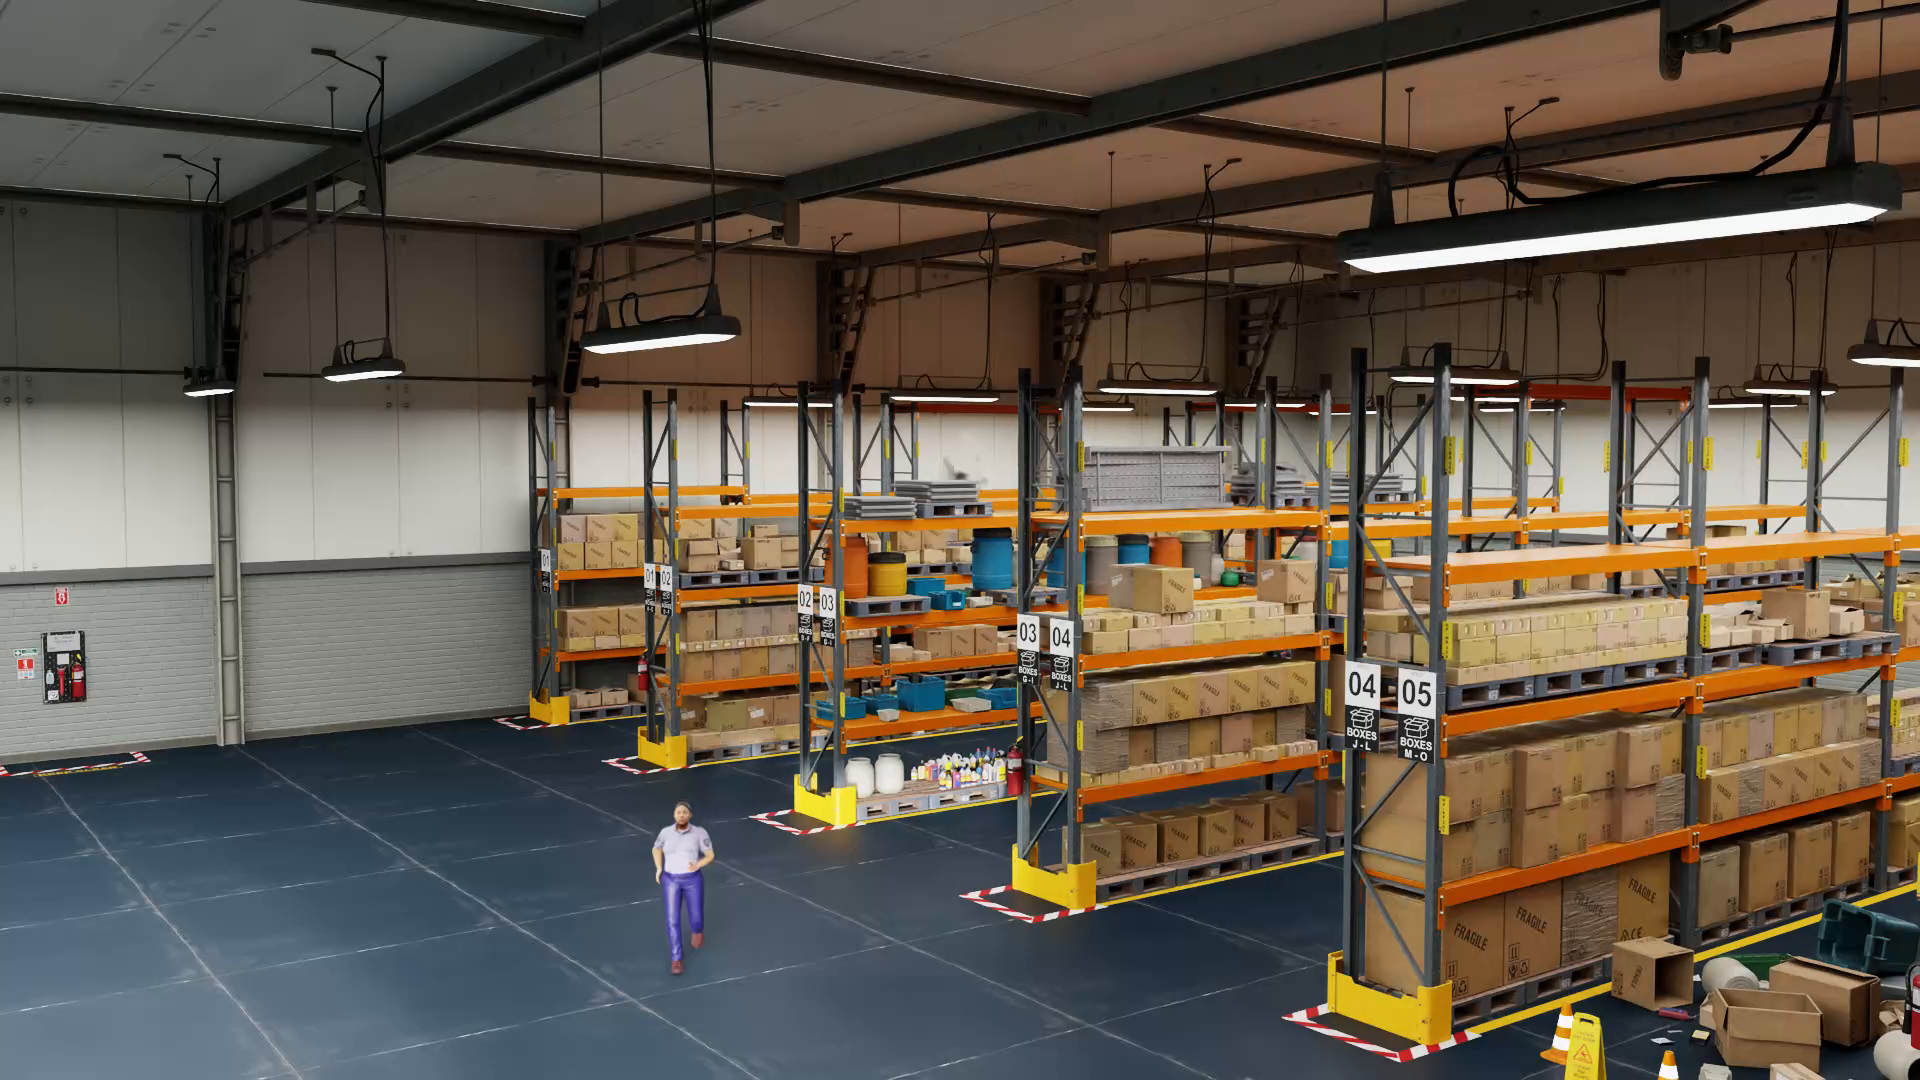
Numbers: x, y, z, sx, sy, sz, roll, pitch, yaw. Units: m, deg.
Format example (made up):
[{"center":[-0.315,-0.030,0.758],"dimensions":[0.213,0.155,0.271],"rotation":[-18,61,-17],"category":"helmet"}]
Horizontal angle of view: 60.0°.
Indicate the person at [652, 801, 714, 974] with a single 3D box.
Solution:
[{"center":[-2.739,3.386,16.422],"dimensions":[0.620,1.612,0.784],"rotation":[0,3,-4],"category":"person"}]
